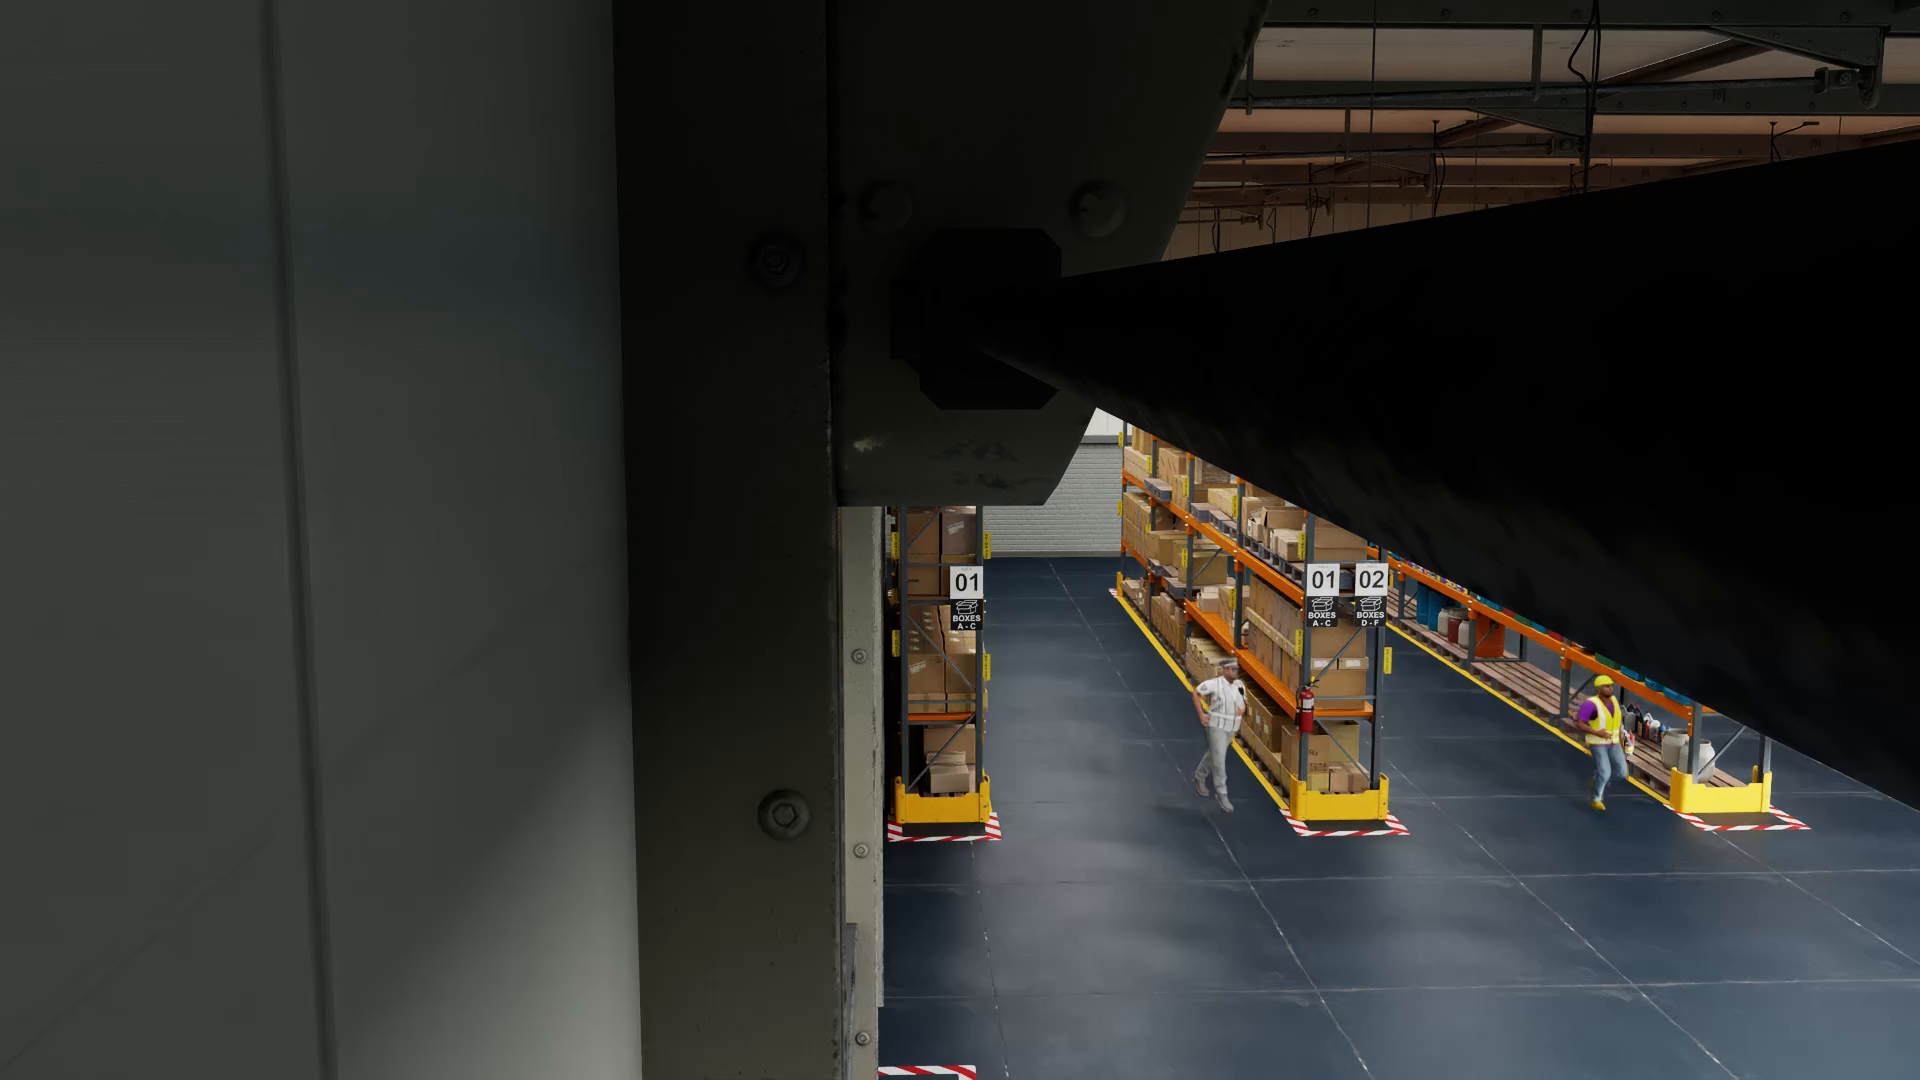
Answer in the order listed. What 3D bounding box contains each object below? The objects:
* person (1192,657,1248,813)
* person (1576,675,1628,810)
[{"bbox_3d":[3.256,2.333,20.524,0.691,1.823,0.874,-6,10,-35],"label":"person"},{"bbox_3d":[8.091,2.548,20.878,0.767,1.720,0.526,-4,9,-24],"label":"person"}]
